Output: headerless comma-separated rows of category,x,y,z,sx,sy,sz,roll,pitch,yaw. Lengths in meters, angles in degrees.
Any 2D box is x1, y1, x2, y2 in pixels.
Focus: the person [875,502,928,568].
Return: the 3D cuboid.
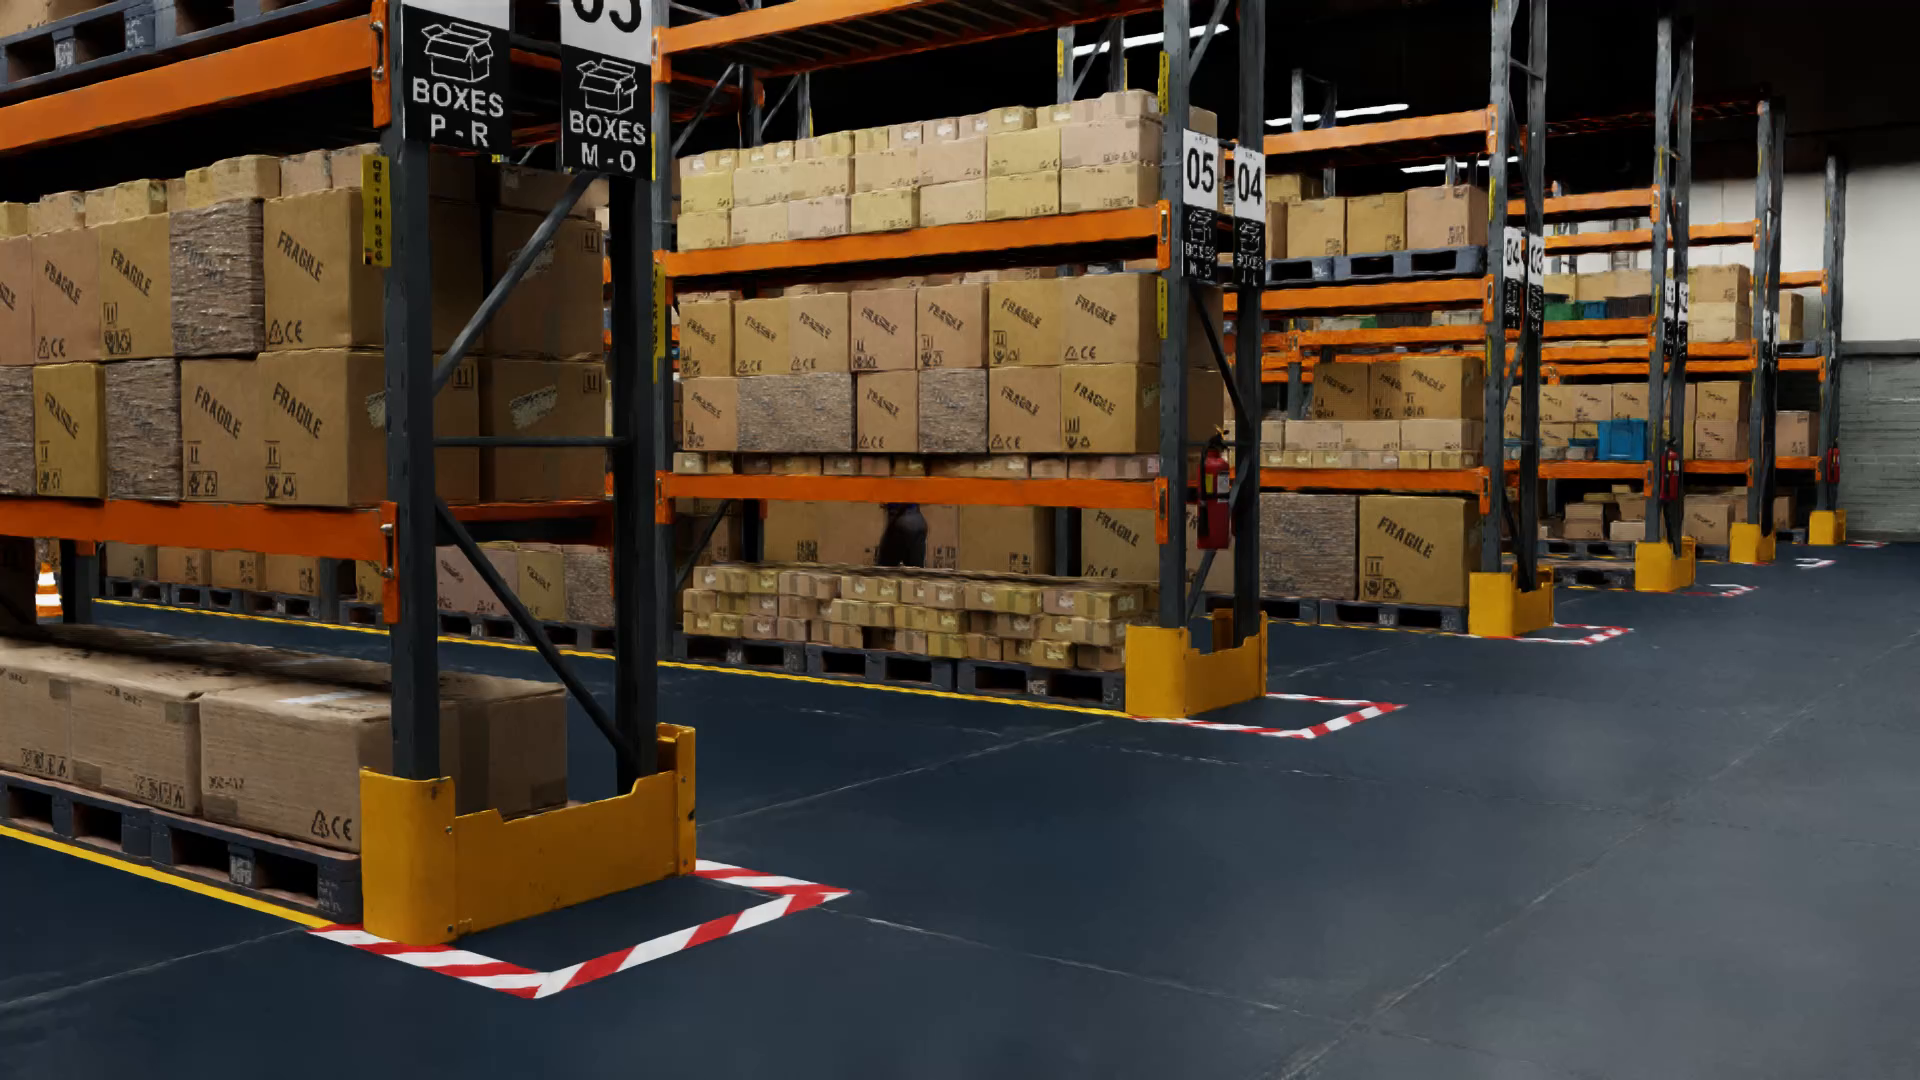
person,-0.509,-0.079,12.981,0.719,1.649,0.624,2,4,25
